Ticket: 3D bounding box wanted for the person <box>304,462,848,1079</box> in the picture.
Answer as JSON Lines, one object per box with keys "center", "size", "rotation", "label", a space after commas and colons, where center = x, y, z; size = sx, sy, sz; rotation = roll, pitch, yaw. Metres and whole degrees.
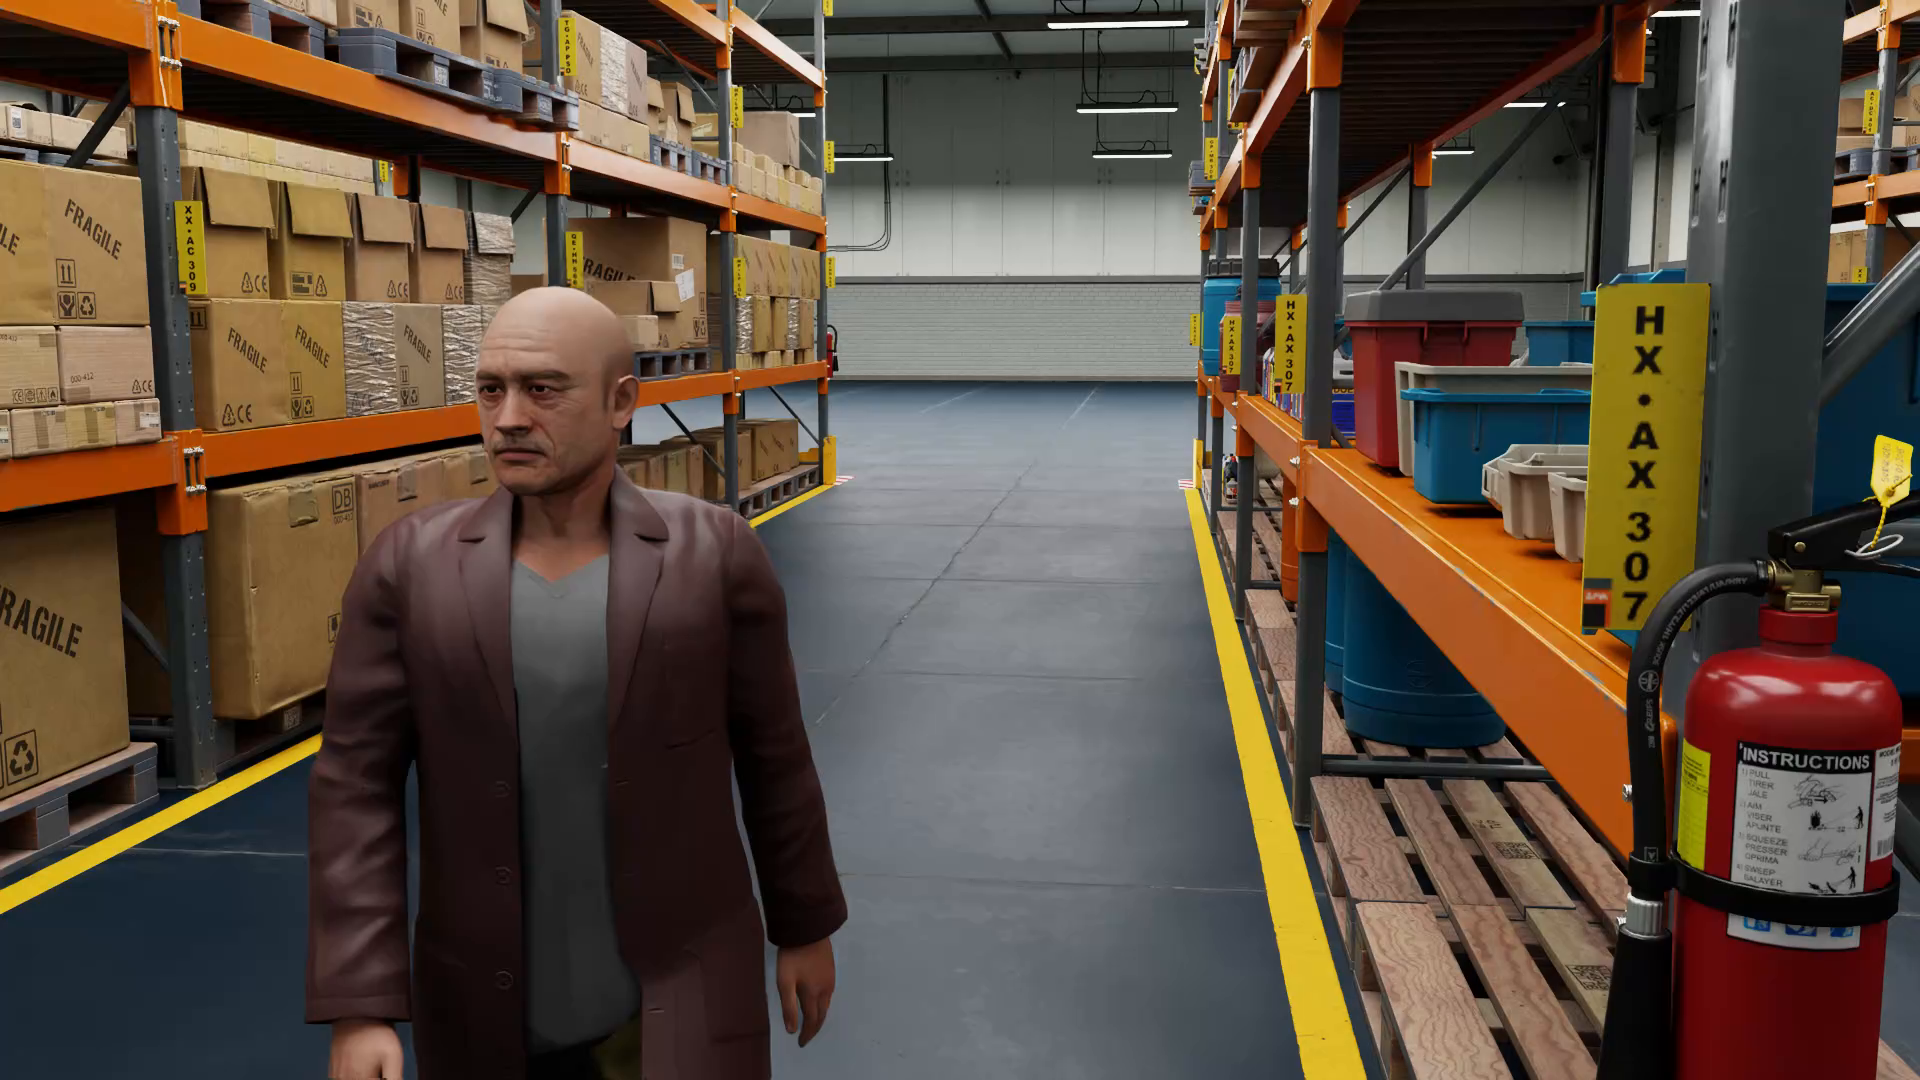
{"center": [-0.468, 0.366, 2.079], "size": [0.656, 0.954, 0.489], "rotation": [-1, 7, -5], "label": "person"}
